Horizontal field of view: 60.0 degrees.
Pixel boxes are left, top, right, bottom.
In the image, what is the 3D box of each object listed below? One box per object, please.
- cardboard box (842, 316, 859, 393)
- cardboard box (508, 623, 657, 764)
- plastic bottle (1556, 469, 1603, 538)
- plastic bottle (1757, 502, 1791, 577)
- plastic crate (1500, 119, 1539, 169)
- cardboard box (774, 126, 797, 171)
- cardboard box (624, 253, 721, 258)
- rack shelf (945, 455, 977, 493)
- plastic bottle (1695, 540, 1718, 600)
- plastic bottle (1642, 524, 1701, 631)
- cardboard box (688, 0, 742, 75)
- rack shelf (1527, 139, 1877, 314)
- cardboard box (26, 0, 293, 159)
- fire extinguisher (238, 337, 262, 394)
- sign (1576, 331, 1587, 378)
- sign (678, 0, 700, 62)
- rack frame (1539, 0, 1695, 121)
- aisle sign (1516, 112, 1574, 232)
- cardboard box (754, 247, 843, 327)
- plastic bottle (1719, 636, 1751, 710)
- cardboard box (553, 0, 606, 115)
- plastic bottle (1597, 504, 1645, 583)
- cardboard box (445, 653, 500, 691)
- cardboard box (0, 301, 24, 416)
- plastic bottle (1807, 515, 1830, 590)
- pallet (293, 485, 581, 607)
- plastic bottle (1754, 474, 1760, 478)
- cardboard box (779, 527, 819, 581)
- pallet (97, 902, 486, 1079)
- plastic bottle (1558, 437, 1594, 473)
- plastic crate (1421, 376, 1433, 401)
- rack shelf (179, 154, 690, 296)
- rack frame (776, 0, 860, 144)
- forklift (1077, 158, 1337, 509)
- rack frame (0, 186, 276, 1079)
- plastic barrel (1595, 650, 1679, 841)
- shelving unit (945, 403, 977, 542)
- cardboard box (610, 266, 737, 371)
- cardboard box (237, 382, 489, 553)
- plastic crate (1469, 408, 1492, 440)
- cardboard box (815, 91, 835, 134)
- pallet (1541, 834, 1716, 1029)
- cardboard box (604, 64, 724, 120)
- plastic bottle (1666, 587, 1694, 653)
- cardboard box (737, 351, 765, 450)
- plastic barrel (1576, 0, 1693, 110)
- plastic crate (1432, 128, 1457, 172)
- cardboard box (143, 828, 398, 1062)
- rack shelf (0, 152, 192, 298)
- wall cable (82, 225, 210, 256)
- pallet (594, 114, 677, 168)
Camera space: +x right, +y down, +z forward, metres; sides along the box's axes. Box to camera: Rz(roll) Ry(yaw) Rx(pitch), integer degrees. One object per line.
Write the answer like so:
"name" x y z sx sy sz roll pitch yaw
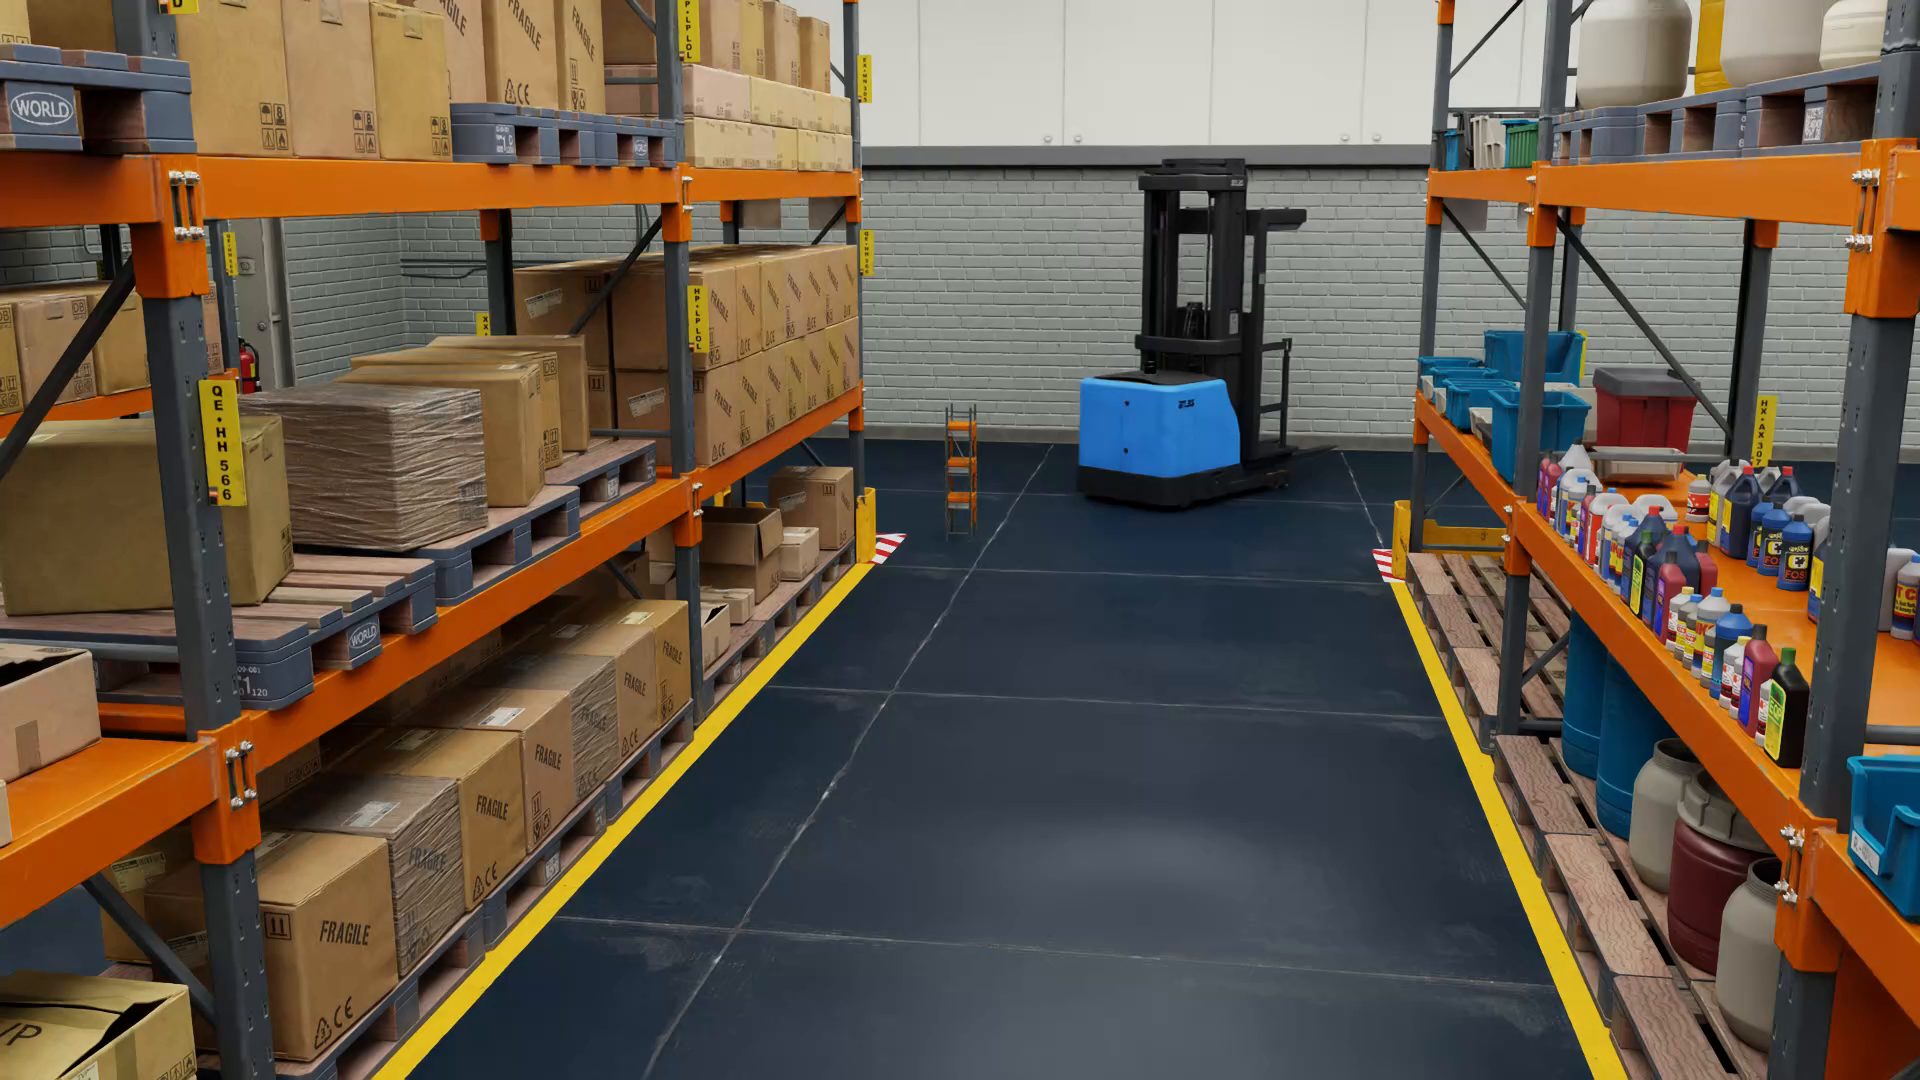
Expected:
"cardboard box" -1.014 -1.312 11.722 0.500 0.500 0.500 2 12 10
"cardboard box" -1.707 0.689 7.563 0.500 0.500 0.500 2 12 9
"plastic bottle" 2.560 -0.150 6.864 0.152 0.276 0.135 2 12 9
"plastic bottle" 3.042 -0.007 6.209 0.097 0.271 0.097 0 12 0
"plastic crate" 2.889 -1.955 8.223 0.416 0.233 0.300 2 12 9
"cardboard box" -1.278 -2.330 9.923 0.500 0.250 0.500 2 12 9
"cardboard box" -1.775 -1.500 10.222 0.500 0.500 0.500 2 12 8
"rack shelf" 0.008 -0.514 12.937 0.215 0.259 0.240 2 12 9
"plastic bottle" 2.436 0.149 5.458 0.061 0.283 0.133 2 12 9
"plastic bottle" 2.331 0.118 5.442 0.144 0.351 0.185 2 12 9
"cardboard box" -1.576 -2.738 8.847 0.700 0.500 0.500 2 12 9
"rack shelf" 2.757 -1.069 5.422 1.077 0.370 4.000 2 12 9
"cardboard box" -2.411 -1.307 4.579 0.910 0.500 0.500 2 12 9
"fire extinguisher" -5.631 -1.321 13.071 0.296 0.674 0.183 2 12 9
"sign" 4.225 -1.269 11.373 0.100 0.325 0.005 2 12 9
"sign" -1.281 -2.426 7.850 0.100 0.325 0.005 2 12 9
"rack frame" 3.064 -3.303 6.962 1.000 3.000 0.127 2 12 9
"aisle sign" 3.980 -2.480 11.209 0.394 0.787 0.004 2 12 9
"cardboard box" -1.088 -1.696 11.131 0.500 0.500 0.500 2 12 10
"plastic bottle" 2.176 0.369 4.632 0.097 0.201 0.097 0 12 0
"cardboard box" -1.980 -2.199 7.485 0.600 0.600 0.600 1 12 3
"plastic bottle" 2.439 0.015 6.099 0.152 0.276 0.135 2 12 9
"cardboard box" -2.300 0.783 7.130 0.500 0.500 0.500 2 12 9
"cardboard box" -6.508 -1.103 10.278 0.980 0.700 0.700 2 12 7
"plastic bottle" 3.133 0.040 5.984 0.152 0.276 0.135 2 12 9
"pallet" -2.150 -0.011 6.378 1.003 0.211 1.213 2 12 9
"plastic bottle" 3.267 -0.142 6.825 0.152 0.276 0.135 2 12 9
"cardboard box" -1.230 0.082 10.974 0.500 0.250 0.500 2 12 9
"pallet" -2.293 1.510 5.488 1.003 0.211 1.213 2 12 9
"plastic bottle" 2.684 -0.276 7.269 0.144 0.351 0.185 2 12 9
"plastic crate" 3.185 -0.999 10.993 0.250 0.136 0.298 2 12 9
"rack shelf" -2.137 -1.230 6.170 1.077 0.370 4.000 2 12 9
"rack frame" -1.214 -4.297 11.574 1.000 3.000 0.127 2 12 9
"forklift" 2.400 -1.947 15.069 1.130 2.935 3.031 11 16 42
"rack frame" -2.445 0.301 4.479 1.000 3.000 0.127 2 12 9
"plastic barrel" 2.855 0.710 6.564 0.600 0.901 0.708 2 12 9
"shelving unit" 0.008 -0.524 12.934 0.215 1.050 0.252 2 12 9
"cardboard box" -1.479 -1.159 8.639 0.500 0.500 0.500 2 12 10
"cardboard box" -2.130 -0.273 5.904 0.700 0.500 0.500 4 13 19
"plastic crate" 3.035 -0.643 9.343 0.293 0.136 0.466 2 12 9
"cardboard box" -1.118 -2.783 10.836 0.500 0.250 0.500 2 12 9
"pallet" 2.719 1.406 5.967 1.003 0.211 1.213 2 12 9
"cardboard box" -1.509 -2.263 8.422 0.500 0.250 0.500 2 12 9
"plastic bottle" 2.266 0.248 5.196 0.097 0.201 0.097 0 12 0
"cardboard box" -1.406 -0.785 9.278 0.500 0.500 0.500 2 12 10
"plastic barrel" 2.736 -2.007 6.749 0.433 0.535 0.433 0 12 0
"plastic crate" 3.345 -2.535 10.825 0.497 0.269 0.590 2 12 9
"cardboard box" -2.092 1.222 5.092 0.500 0.500 0.500 2 12 11
"rack shelf" -2.752 -0.398 2.307 1.077 0.370 4.000 2 12 9
"wall cable" -6.847 -2.318 14.219 0.084 1.984 1.851 2 12 9
"pallet" -1.999 -1.773 7.427 1.213 0.211 1.003 2 12 9
